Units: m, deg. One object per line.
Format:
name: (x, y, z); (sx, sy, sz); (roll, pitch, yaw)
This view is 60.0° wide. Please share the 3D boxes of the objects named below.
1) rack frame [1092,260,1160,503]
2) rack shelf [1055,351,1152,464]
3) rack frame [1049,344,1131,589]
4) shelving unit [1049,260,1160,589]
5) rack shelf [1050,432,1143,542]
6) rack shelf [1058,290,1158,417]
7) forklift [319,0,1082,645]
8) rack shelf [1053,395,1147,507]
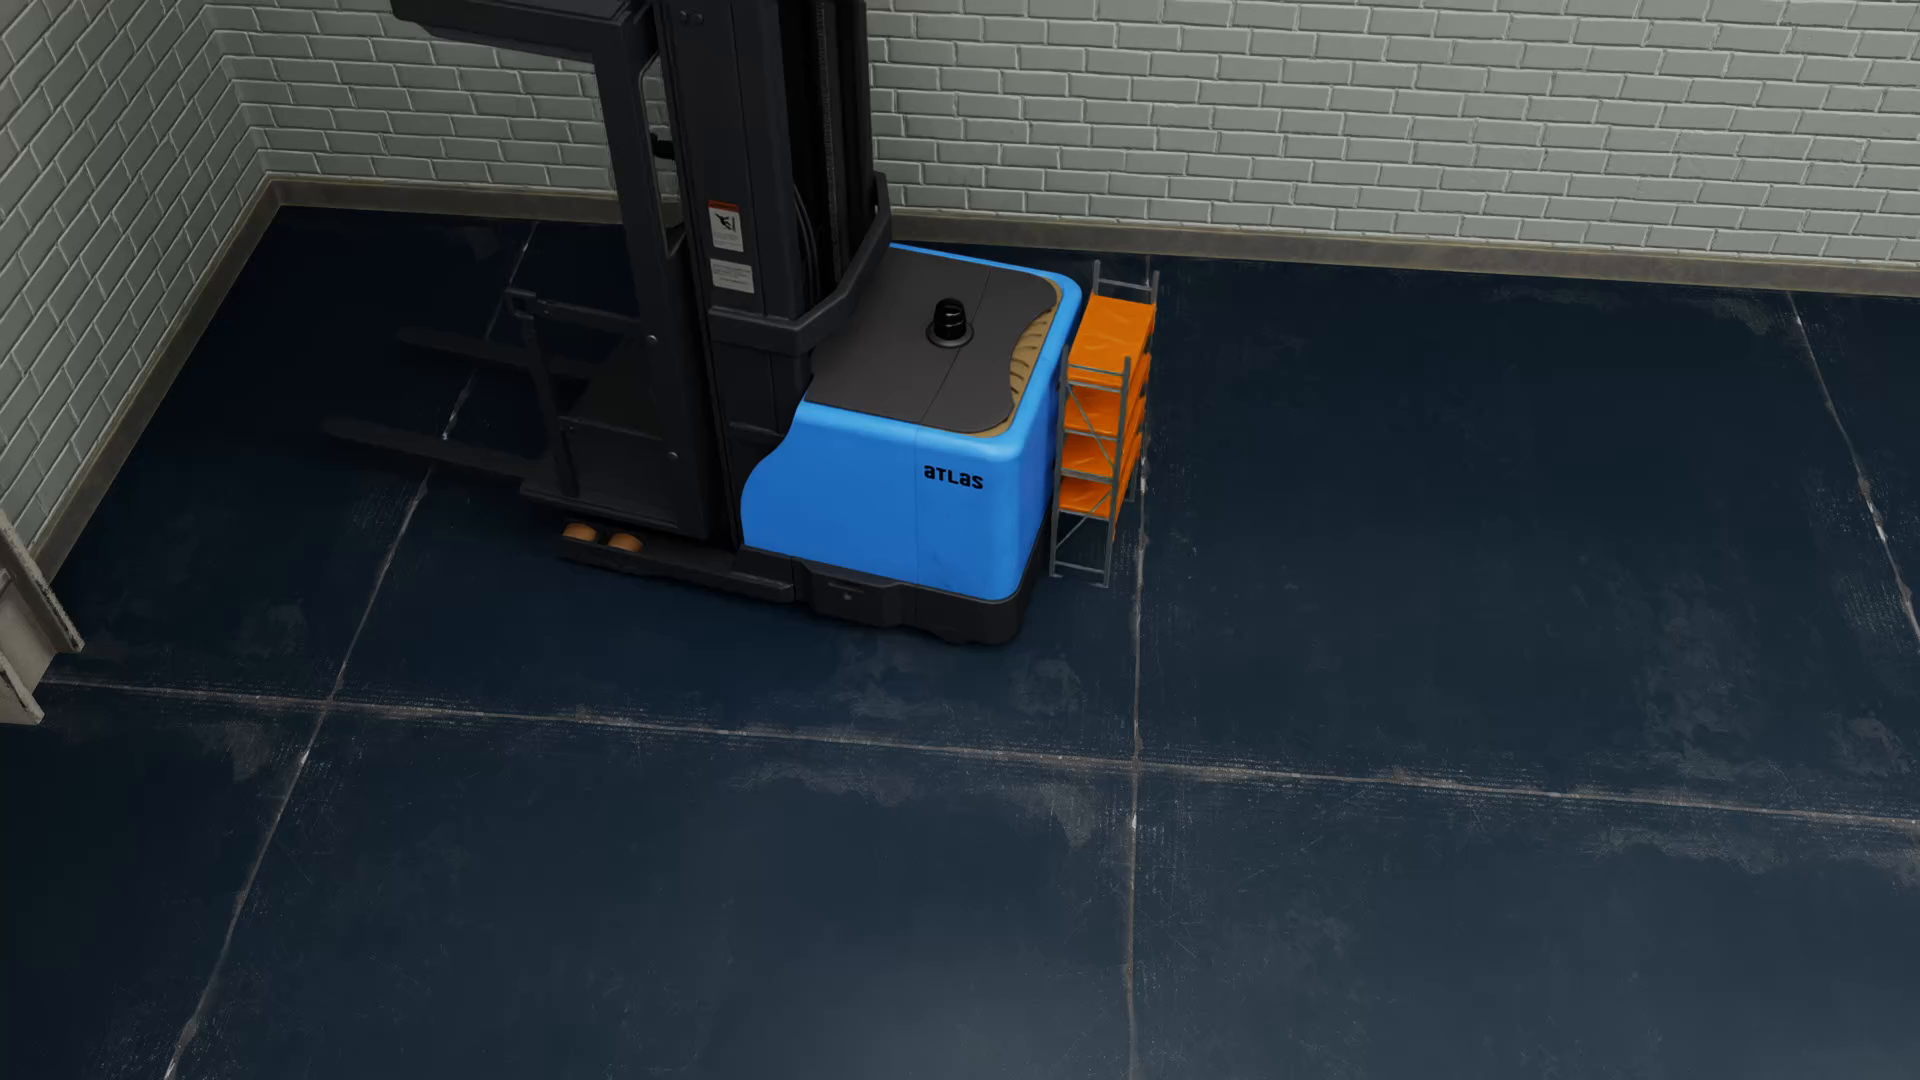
rack frame: (0.605, -0.587, 6.474); (0.240, 1.200, 0.015); (12, 49, 11)
rack shelf: (0.538, -0.520, 6.200); (0.258, 0.148, 0.480); (12, 49, 11)
rack frame: (0.470, -0.241, 6.157); (0.240, 1.200, 0.015); (12, 49, 11)
shelving unit: (0.538, -0.414, 6.316); (0.258, 1.200, 0.503); (12, 49, 11)
rack shelf: (0.538, -0.235, 6.512); (0.258, 0.148, 0.480); (12, 49, 11)
rack shelf: (0.538, -0.679, 6.026); (0.258, 0.148, 0.480); (12, 49, 11)
forklift: (-1.105, -1.217, 5.876); (3.031, 2.935, 1.130); (12, 49, 11)
rack shelf: (0.538, -0.369, 6.365); (0.258, 0.148, 0.480); (12, 49, 11)
